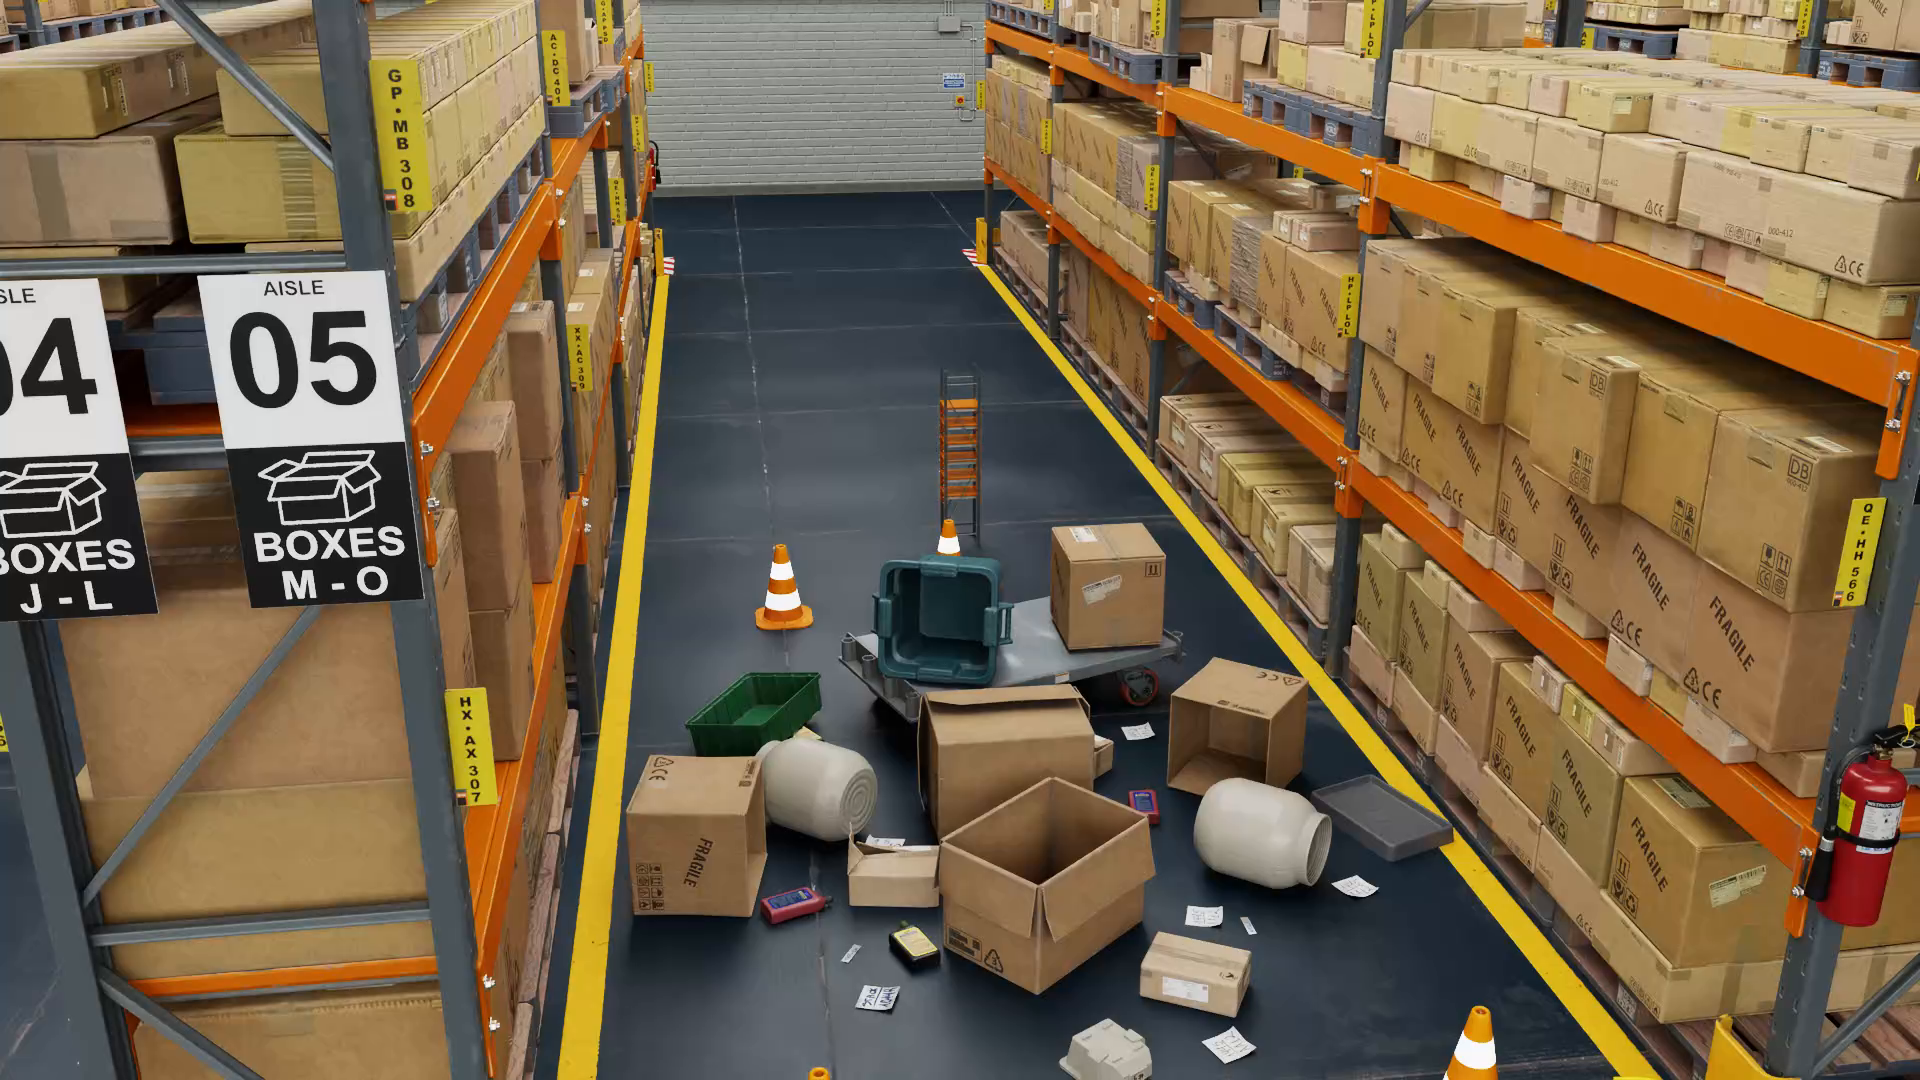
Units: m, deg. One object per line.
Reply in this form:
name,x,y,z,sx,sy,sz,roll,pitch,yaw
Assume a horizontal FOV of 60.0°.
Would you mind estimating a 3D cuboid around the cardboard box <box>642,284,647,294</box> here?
cardboard box,-3.469,-2.615,17.404,0.380,0.149,0.250,-3,21,-9

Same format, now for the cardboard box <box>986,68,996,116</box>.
cardboard box,0.587,-5.168,19.195,0.500,0.500,0.500,-3,21,-9

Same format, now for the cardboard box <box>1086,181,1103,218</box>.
cardboard box,1.385,-2.916,14.236,0.500,0.250,0.500,-4,21,-9

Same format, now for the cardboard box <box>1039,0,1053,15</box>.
cardboard box,0.967,-5.240,16.119,0.396,0.266,0.258,-2,21,-6

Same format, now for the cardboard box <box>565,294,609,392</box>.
cardboard box,-2.380,-1.161,9.893,0.500,0.500,0.500,-3,21,-7

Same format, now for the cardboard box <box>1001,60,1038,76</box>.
cardboard box,0.665,-5.243,18.467,0.380,0.149,0.250,-4,21,-10

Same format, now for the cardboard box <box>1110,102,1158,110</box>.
cardboard box,1.689,-3.822,15.590,0.500,0.500,0.500,-2,21,-6

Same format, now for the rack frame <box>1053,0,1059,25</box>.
rack frame,1.376,-6.259,15.113,1.000,3.000,0.127,-3,21,-8

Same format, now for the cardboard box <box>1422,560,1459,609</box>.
cardboard box,2.382,0.199,7.726,0.380,0.149,0.250,-2,21,-6

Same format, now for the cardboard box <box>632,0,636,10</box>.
cardboard box,-3.620,-5.617,17.181,0.500,0.250,0.500,-3,21,-7

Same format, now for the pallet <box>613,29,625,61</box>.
pallet,-3.524,-4.262,14.322,1.213,0.211,1.003,-3,21,-8

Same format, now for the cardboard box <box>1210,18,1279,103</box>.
cardboard box,2.079,-3.187,11.033,0.700,0.500,0.500,-3,21,-8

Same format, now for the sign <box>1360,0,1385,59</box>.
sign,1.981,-2.482,7.984,0.100,0.325,0.005,-3,21,-8

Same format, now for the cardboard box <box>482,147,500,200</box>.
cardboard box,-1.729,-1.200,5.472,0.380,0.149,0.250,-3,21,-7

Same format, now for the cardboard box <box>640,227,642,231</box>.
cardboard box,-3.778,-3.429,18.733,0.380,0.149,0.250,-3,21,-7

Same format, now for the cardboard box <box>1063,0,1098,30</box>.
cardboard box,1.216,-4.778,14.691,0.500,0.500,0.500,-3,21,-9

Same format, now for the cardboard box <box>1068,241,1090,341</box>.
cardboard box,1.545,-2.440,15.897,0.875,0.875,0.875,-2,21,-6

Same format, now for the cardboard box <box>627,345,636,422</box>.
cardboard box,-2.856,-1.237,13.212,0.500,0.500,0.500,-3,21,-7

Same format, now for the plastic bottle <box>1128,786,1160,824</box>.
plastic bottle,0.860,1.239,7.811,0.133,0.061,0.283,1,20,2

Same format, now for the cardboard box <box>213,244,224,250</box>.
cardboard box,-2.270,-0.902,4.673,0.380,0.149,0.250,-3,21,-7

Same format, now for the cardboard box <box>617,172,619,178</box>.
cardboard box,-3.216,-3.164,14.733,0.380,0.149,0.250,-3,21,-7

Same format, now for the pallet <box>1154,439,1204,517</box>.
pallet,2.064,-0.487,12.218,1.003,0.211,1.213,-3,21,-8

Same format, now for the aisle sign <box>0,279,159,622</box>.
aisle sign,-2.064,-0.188,3.716,0.394,0.787,0.004,-3,21,-8

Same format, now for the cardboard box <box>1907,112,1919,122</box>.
cardboard box,3.229,-1.265,5.247,0.380,0.149,0.250,-3,21,-8

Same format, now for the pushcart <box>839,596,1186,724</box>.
pushcart,0.280,0.682,8.851,1.648,0.377,0.936,-11,23,-26

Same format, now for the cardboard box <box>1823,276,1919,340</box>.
cardboard box,2.778,-0.691,4.851,0.380,0.149,0.250,-3,21,-8

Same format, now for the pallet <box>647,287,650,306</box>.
pallet,-3.819,-2.512,17.640,1.003,0.211,1.213,-3,21,-8

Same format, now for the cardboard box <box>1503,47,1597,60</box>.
cardboard box,2.791,-2.241,7.862,0.380,0.149,0.250,-2,21,-7

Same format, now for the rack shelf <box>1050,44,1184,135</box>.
rack shelf,1.664,-3.825,13.910,1.077,0.370,4.000,-3,21,-8

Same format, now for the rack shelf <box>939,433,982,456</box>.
rack shelf,0.002,-0.628,10.966,0.258,0.103,0.180,-3,21,-8

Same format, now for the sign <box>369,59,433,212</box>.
sign,-1.228,-0.887,3.654,0.100,0.325,0.005,-3,21,-8

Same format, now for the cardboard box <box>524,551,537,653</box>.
cardboard box,-2.051,0.223,6.117,0.875,0.550,0.500,-3,21,-8

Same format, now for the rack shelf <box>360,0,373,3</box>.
rack shelf,-2.066,-1.988,5.277,1.077,0.370,4.000,-3,21,-8

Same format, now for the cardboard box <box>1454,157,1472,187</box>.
cardboard box,2.459,-1.672,7.479,0.380,0.149,0.250,-3,21,-8

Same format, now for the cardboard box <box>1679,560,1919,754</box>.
cardboard box,2.755,0.346,5.435,0.500,0.500,0.500,-3,21,-9

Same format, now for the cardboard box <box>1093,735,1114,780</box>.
cardboard box,0.523,0.992,8.180,0.396,0.266,0.258,17,27,39

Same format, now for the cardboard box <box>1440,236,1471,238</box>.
cardboard box,2.812,-1.546,8.974,0.380,0.149,0.250,-3,21,-8

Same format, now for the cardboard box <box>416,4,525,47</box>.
cardboard box,-1.914,-2.014,6.510,0.380,0.149,0.250,-3,21,-8

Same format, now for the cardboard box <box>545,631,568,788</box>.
cardboard box,-2.333,0.626,7.691,0.875,0.875,0.875,-3,21,-7

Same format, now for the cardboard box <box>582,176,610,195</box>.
cardboard box,-3.029,-2.848,13.464,0.380,0.149,0.250,-3,21,-9

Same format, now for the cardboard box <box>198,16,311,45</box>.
cardboard box,-2.454,-1.715,5.710,0.380,0.149,0.250,-3,21,-8

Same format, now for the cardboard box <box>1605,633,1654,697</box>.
cardboard box,2.611,0.445,6.096,0.380,0.149,0.250,-3,21,-7

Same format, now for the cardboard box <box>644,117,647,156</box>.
cardboard box,-3.696,-4.414,18.179,0.500,0.500,0.500,-3,21,-9

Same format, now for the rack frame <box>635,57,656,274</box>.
rack frame,-4.084,-4.549,19.109,1.000,3.000,0.127,-3,21,-8

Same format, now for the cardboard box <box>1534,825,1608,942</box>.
cardboard box,2.656,1.351,6.641,0.500,0.250,0.500,-3,21,-8

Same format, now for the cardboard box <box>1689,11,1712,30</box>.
cardboard box,6.415,-4.395,14.053,0.380,0.149,0.250,-2,21,-6

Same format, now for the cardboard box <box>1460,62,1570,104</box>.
cardboard box,2.359,-1.942,7.060,0.380,0.149,0.250,-3,21,-8

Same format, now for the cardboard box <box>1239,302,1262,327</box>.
cardboard box,2.001,-1.459,10.594,0.380,0.149,0.250,-2,21,-6

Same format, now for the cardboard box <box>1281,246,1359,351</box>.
cardboard box,2.163,-1.382,9.461,0.500,0.500,0.500,-3,21,-7

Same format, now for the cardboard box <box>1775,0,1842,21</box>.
cardboard box,6.522,-4.081,12.787,0.380,0.149,0.250,-2,21,-6

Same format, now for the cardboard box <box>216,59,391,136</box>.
cardboard box,-1.511,-1.046,3.918,0.380,0.149,0.250,-3,21,-7

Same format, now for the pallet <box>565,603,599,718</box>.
pallet,-2.540,0.649,9.178,1.003,0.211,1.213,-3,21,-8

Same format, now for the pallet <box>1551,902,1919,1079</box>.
pallet,3.013,1.703,6.355,1.003,0.211,1.213,-3,21,-8

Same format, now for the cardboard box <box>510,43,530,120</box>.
cardboard box,-1.957,-1.780,6.453,0.500,0.250,0.500,-3,21,-8

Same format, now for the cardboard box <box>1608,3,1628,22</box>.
cardboard box,6.087,-4.754,14.987,0.380,0.149,0.250,-3,21,-8

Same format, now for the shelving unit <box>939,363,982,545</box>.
shelving unit,0.002,-0.557,10.993,0.258,1.200,0.189,-3,21,-8
